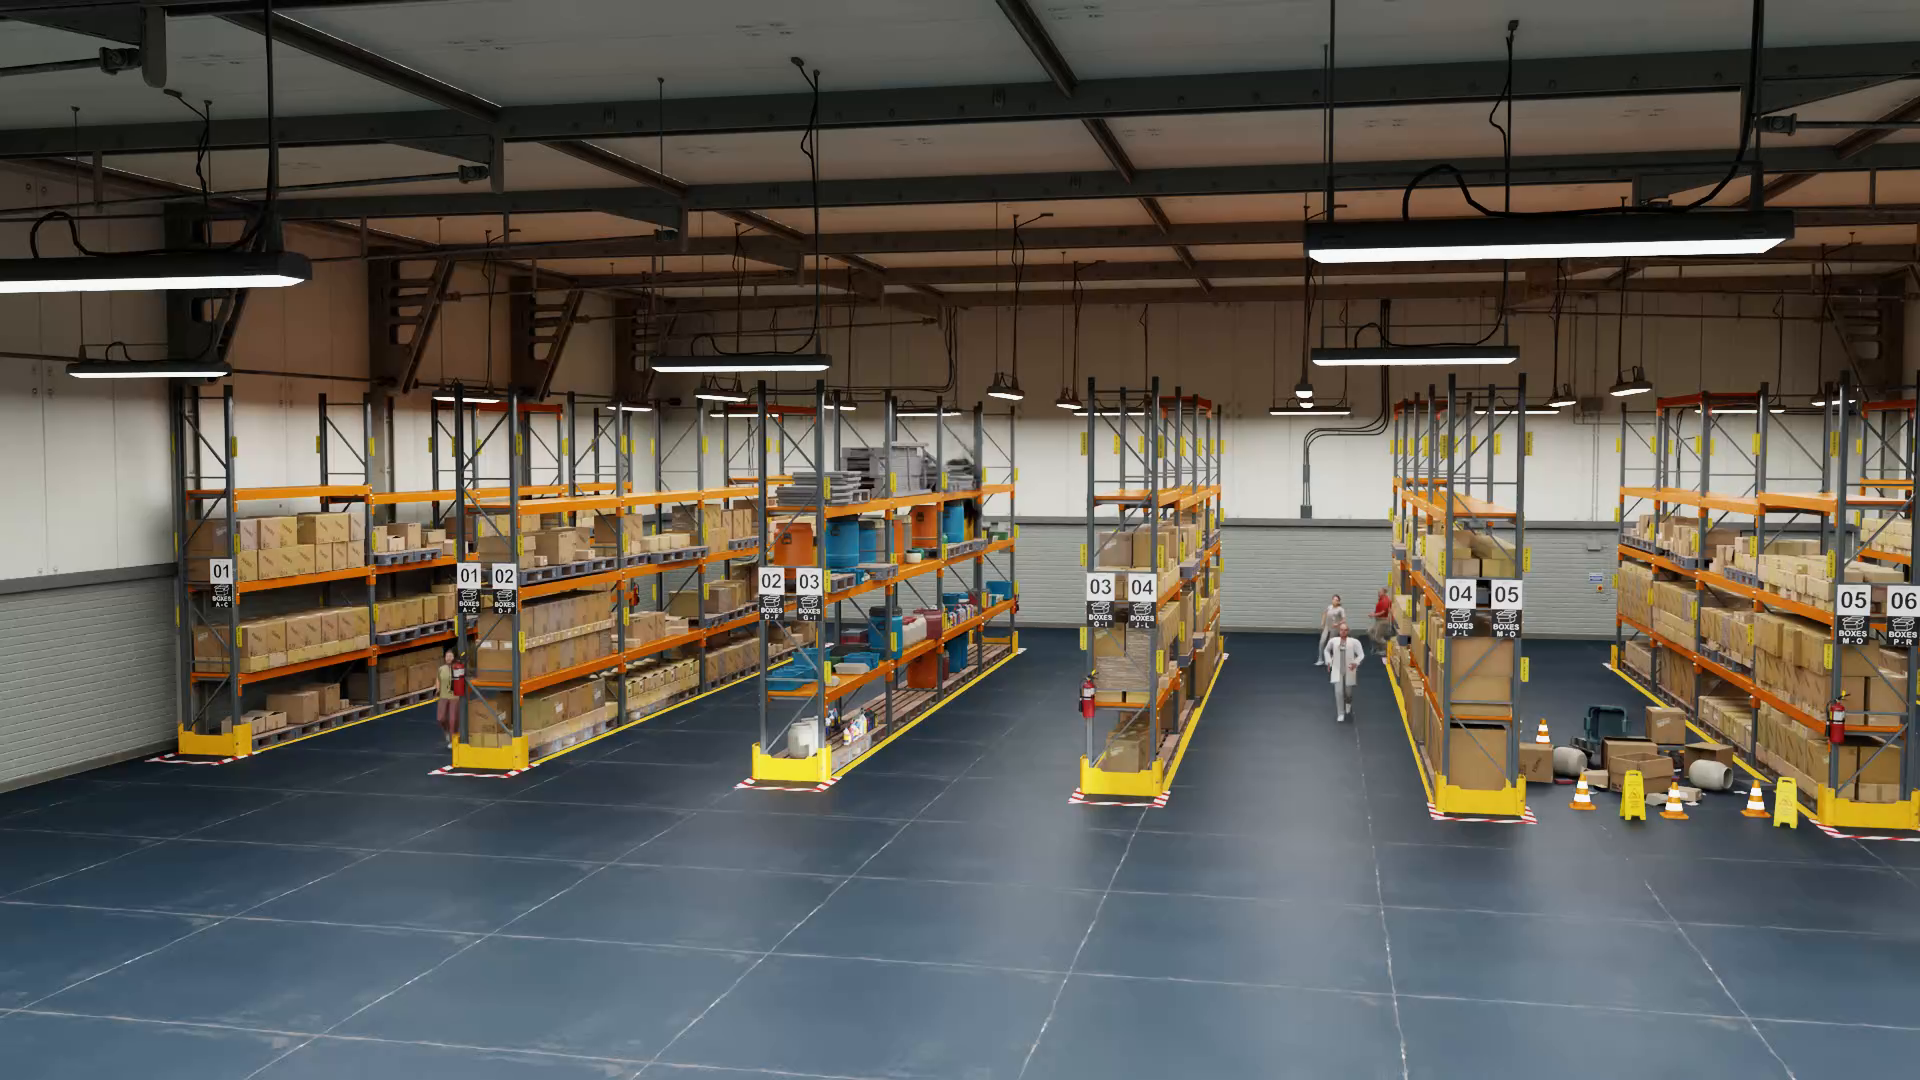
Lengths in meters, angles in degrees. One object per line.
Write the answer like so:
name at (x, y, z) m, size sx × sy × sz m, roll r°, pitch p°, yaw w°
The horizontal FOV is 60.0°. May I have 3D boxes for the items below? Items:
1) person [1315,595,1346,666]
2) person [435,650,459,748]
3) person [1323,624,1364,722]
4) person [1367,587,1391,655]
person at (8.553, 2.062, 38.084) m, size 0.606 × 1.626 × 0.816 m, roll 3°, pitch 4°, yaw 41°
person at (-8.481, 2.642, 27.623) m, size 0.573 × 1.630 × 0.537 m, roll 0°, pitch 3°, yaw 2°
person at (7.035, 2.411, 30.516) m, size 0.743 × 1.751 × 0.934 m, roll 1°, pitch 3°, yaw 16°
person at (10.053, 1.969, 39.812) m, size 0.585 × 1.692 × 0.797 m, roll 0°, pitch 3°, yaw 5°
